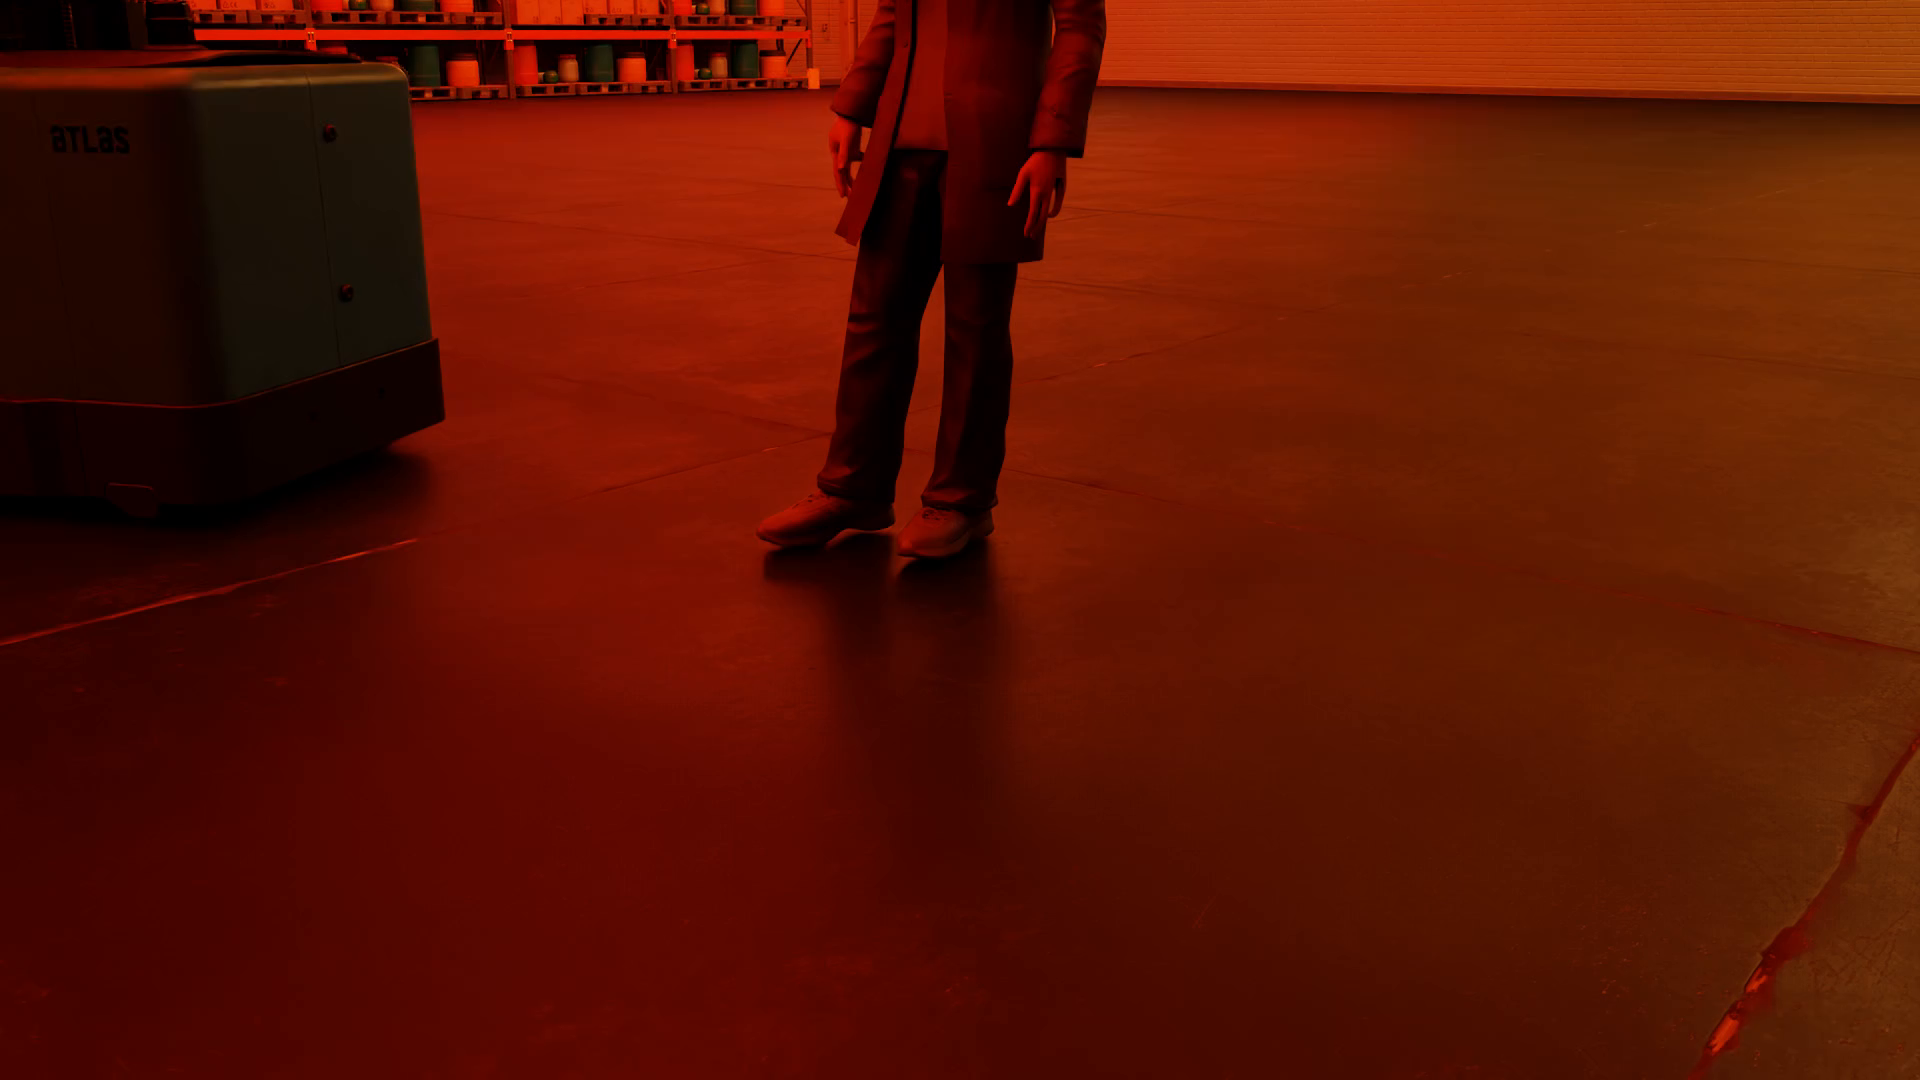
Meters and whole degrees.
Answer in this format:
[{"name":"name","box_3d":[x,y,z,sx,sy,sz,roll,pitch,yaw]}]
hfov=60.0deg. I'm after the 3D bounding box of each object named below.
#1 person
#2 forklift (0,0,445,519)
[{"name":"person","box_3d":[-0.061,-0.838,3.617,0.696,1.776,0.582,13,21,37]},{"name":"forklift","box_3d":[-3.077,-1.669,4.394,3.031,2.935,1.130,4,17,14]}]
